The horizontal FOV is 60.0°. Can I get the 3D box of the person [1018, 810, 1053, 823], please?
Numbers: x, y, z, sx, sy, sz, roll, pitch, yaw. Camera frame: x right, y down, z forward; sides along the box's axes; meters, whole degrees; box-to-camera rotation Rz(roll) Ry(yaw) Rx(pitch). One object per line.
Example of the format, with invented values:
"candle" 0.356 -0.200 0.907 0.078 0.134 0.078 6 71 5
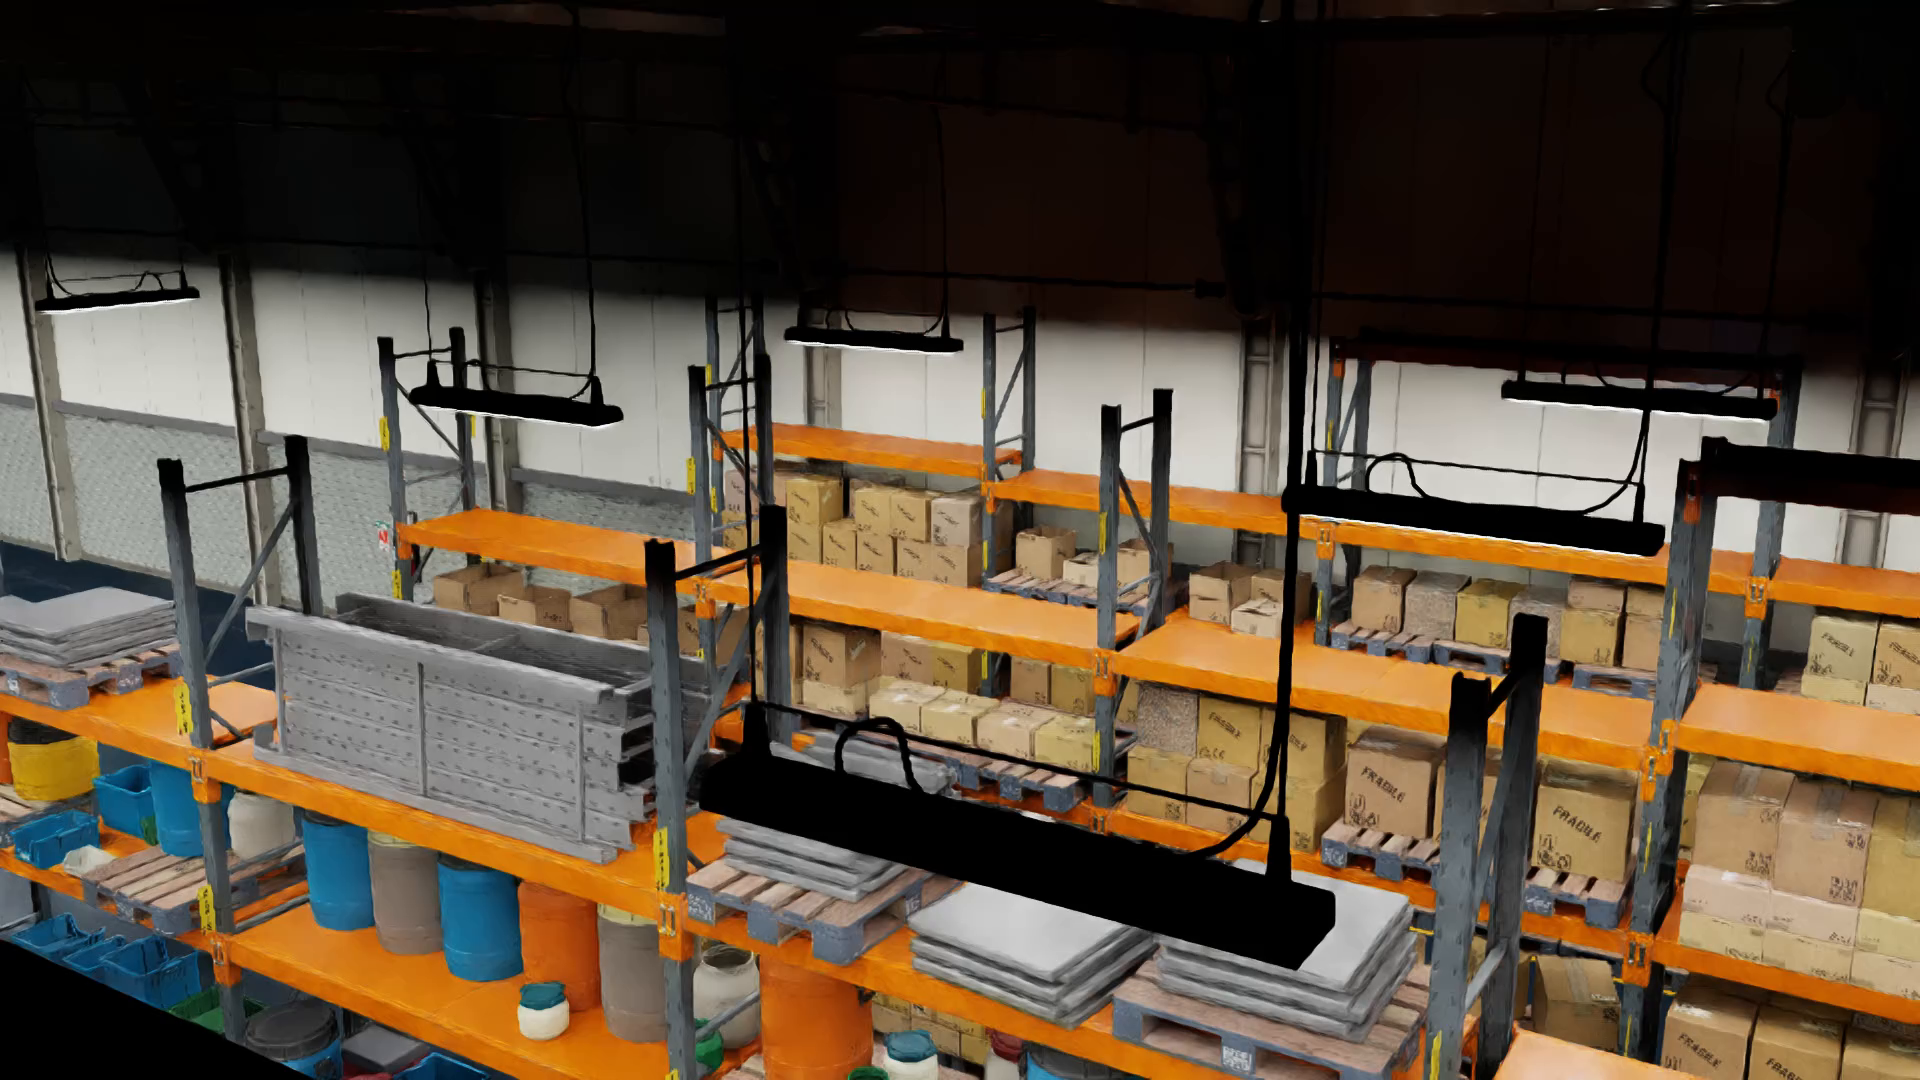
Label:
"person" 0.775 3.252 16.747 0.531 1.629 0.592 8 16 28
